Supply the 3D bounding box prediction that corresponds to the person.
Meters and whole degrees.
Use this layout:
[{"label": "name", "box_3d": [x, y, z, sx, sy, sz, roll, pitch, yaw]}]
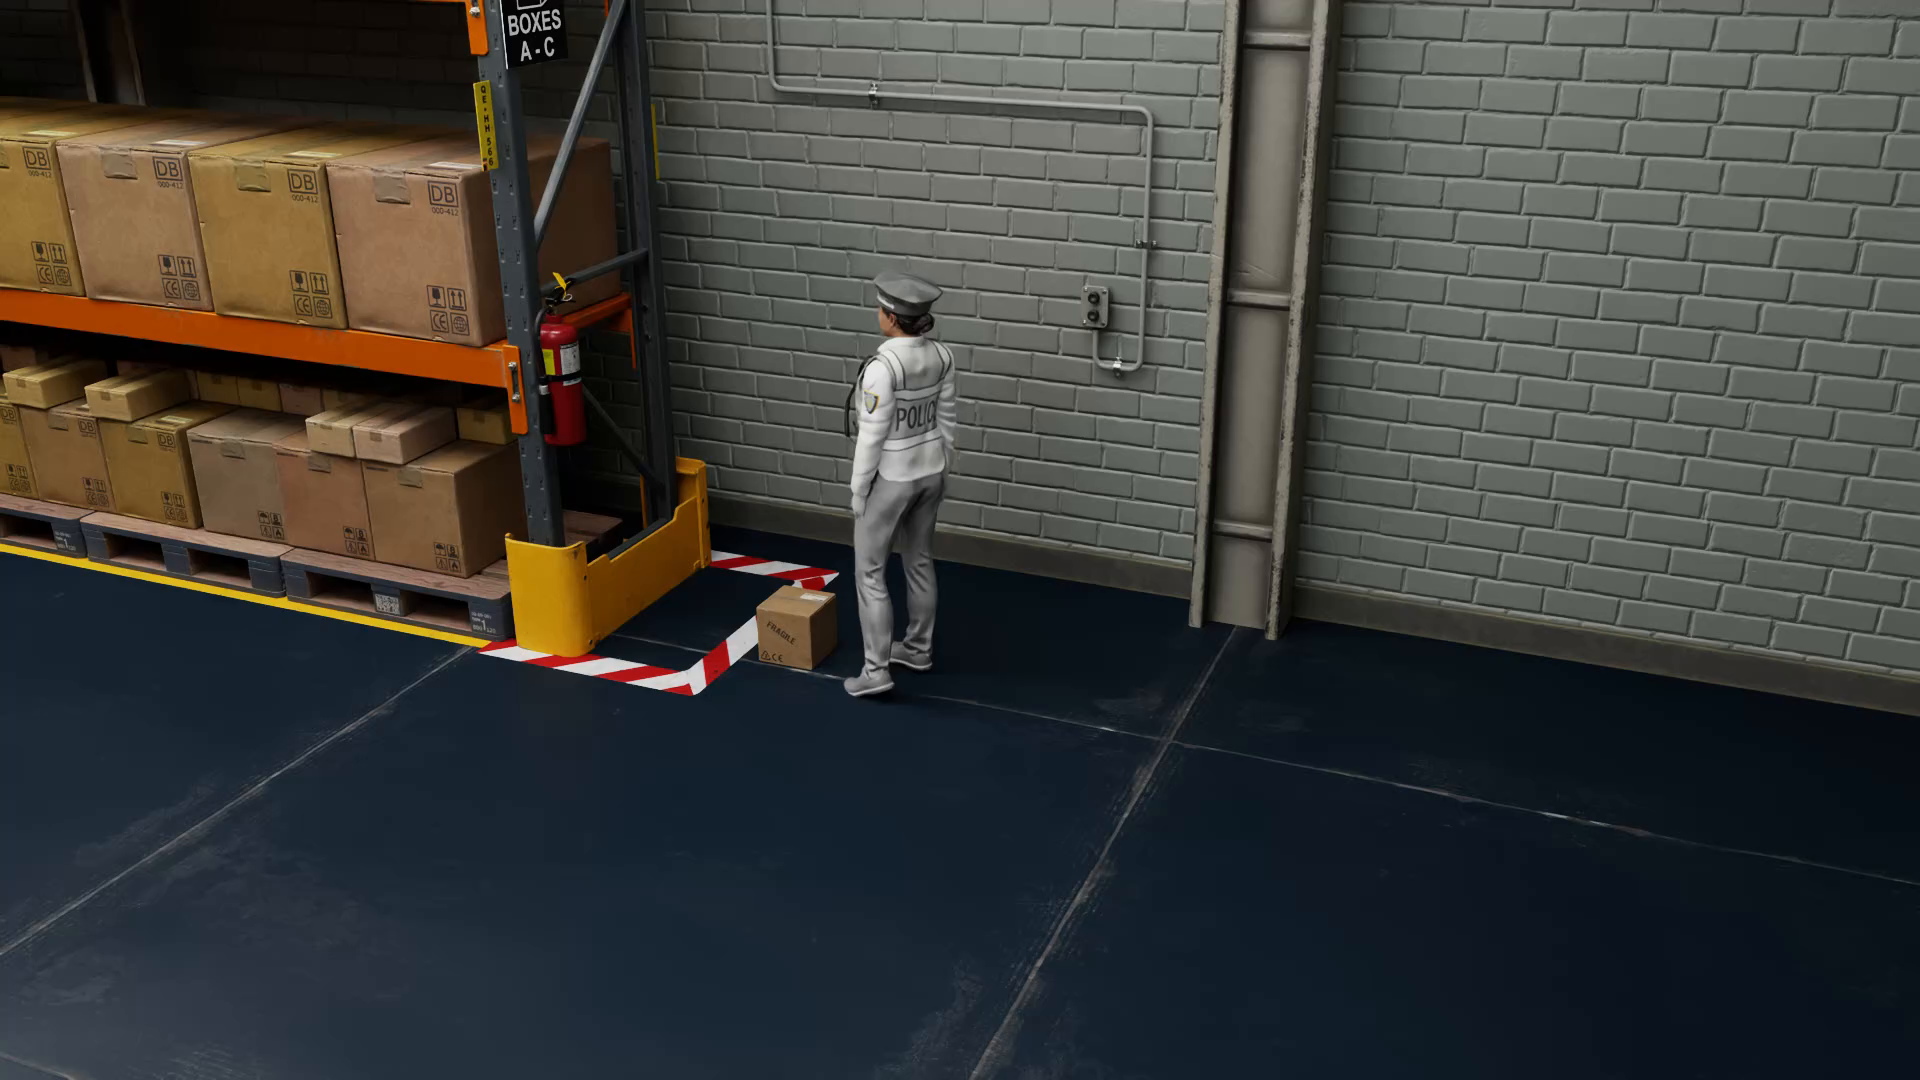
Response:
[{"label": "person", "box_3d": [-0.259, -0.221, 6.606, 0.362, 1.715, 0.544, 18, 29, 37]}]
